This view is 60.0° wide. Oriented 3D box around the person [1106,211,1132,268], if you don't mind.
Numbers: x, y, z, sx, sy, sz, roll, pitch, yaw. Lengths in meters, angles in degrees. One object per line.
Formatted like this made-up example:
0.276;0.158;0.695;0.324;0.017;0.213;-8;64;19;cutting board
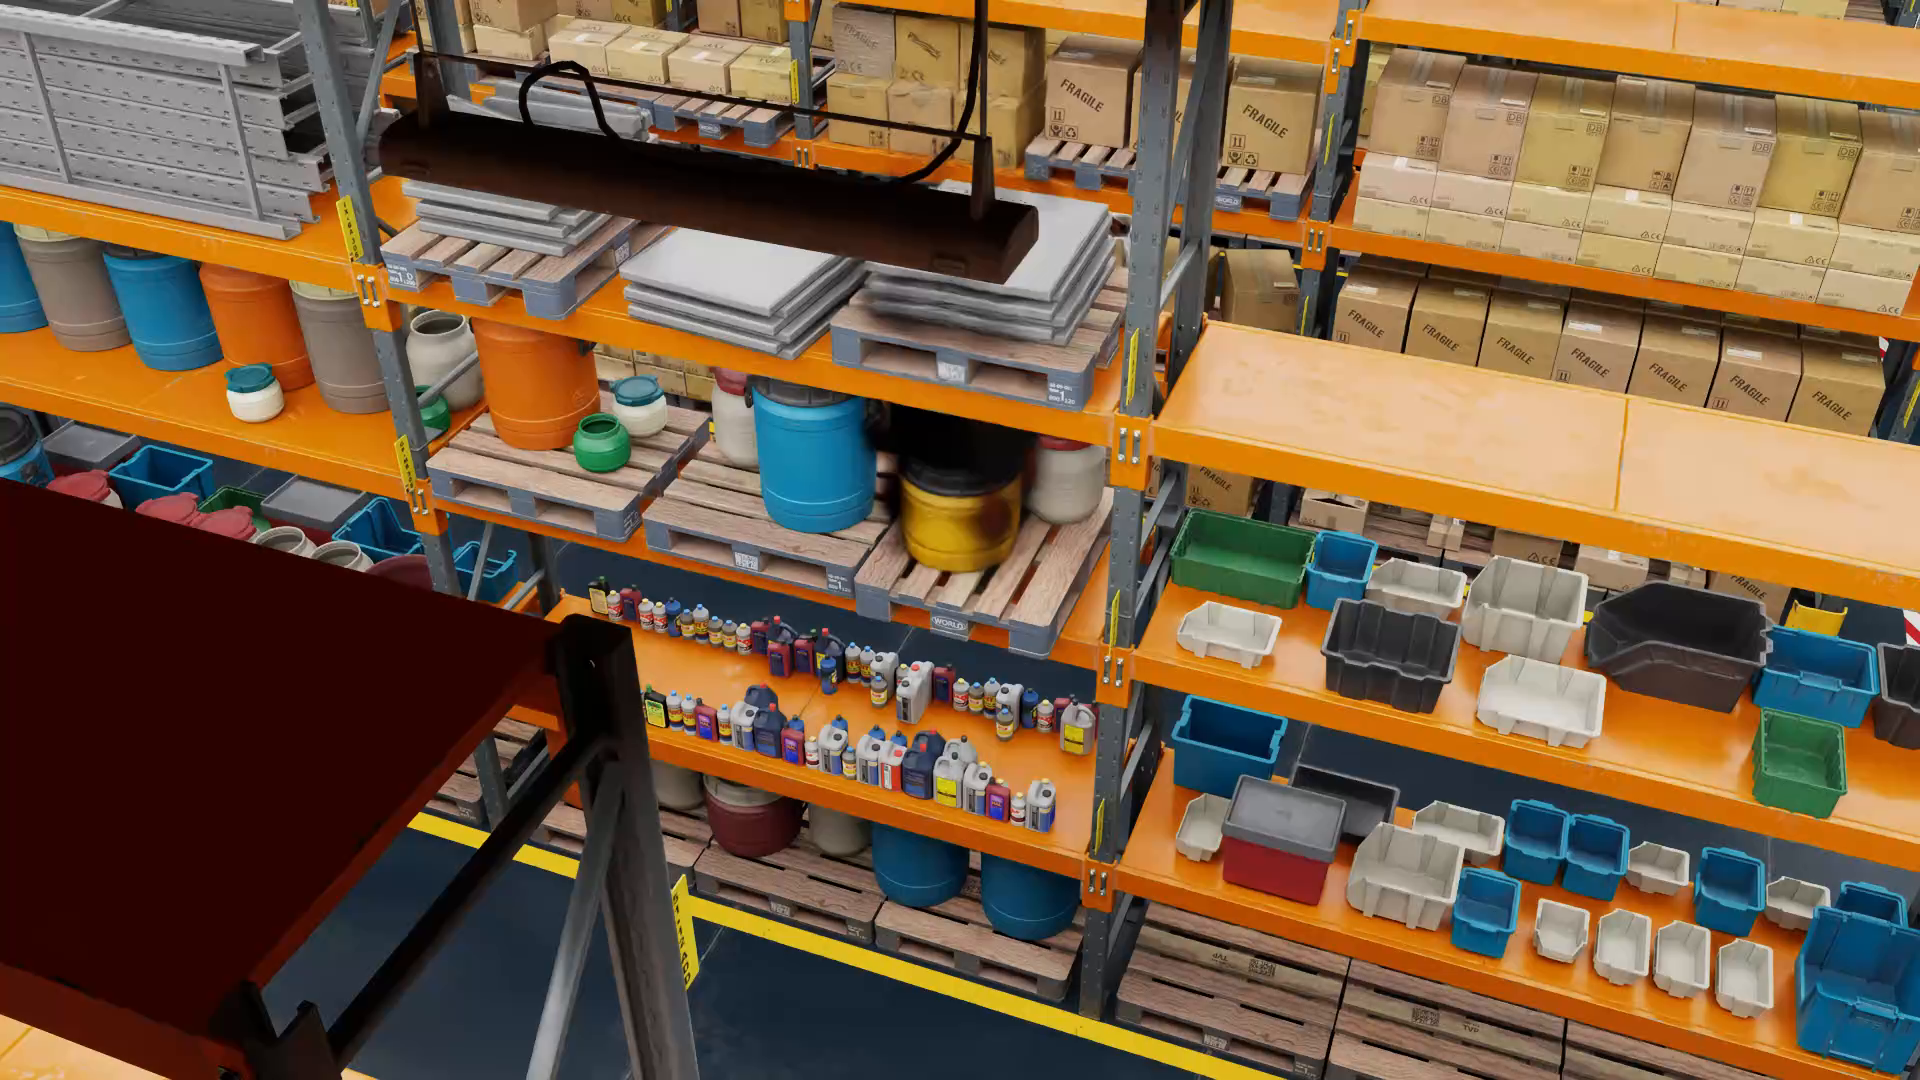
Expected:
1.377;-2.254;14.975;0.542;1.743;0.703;15;39;19;person
